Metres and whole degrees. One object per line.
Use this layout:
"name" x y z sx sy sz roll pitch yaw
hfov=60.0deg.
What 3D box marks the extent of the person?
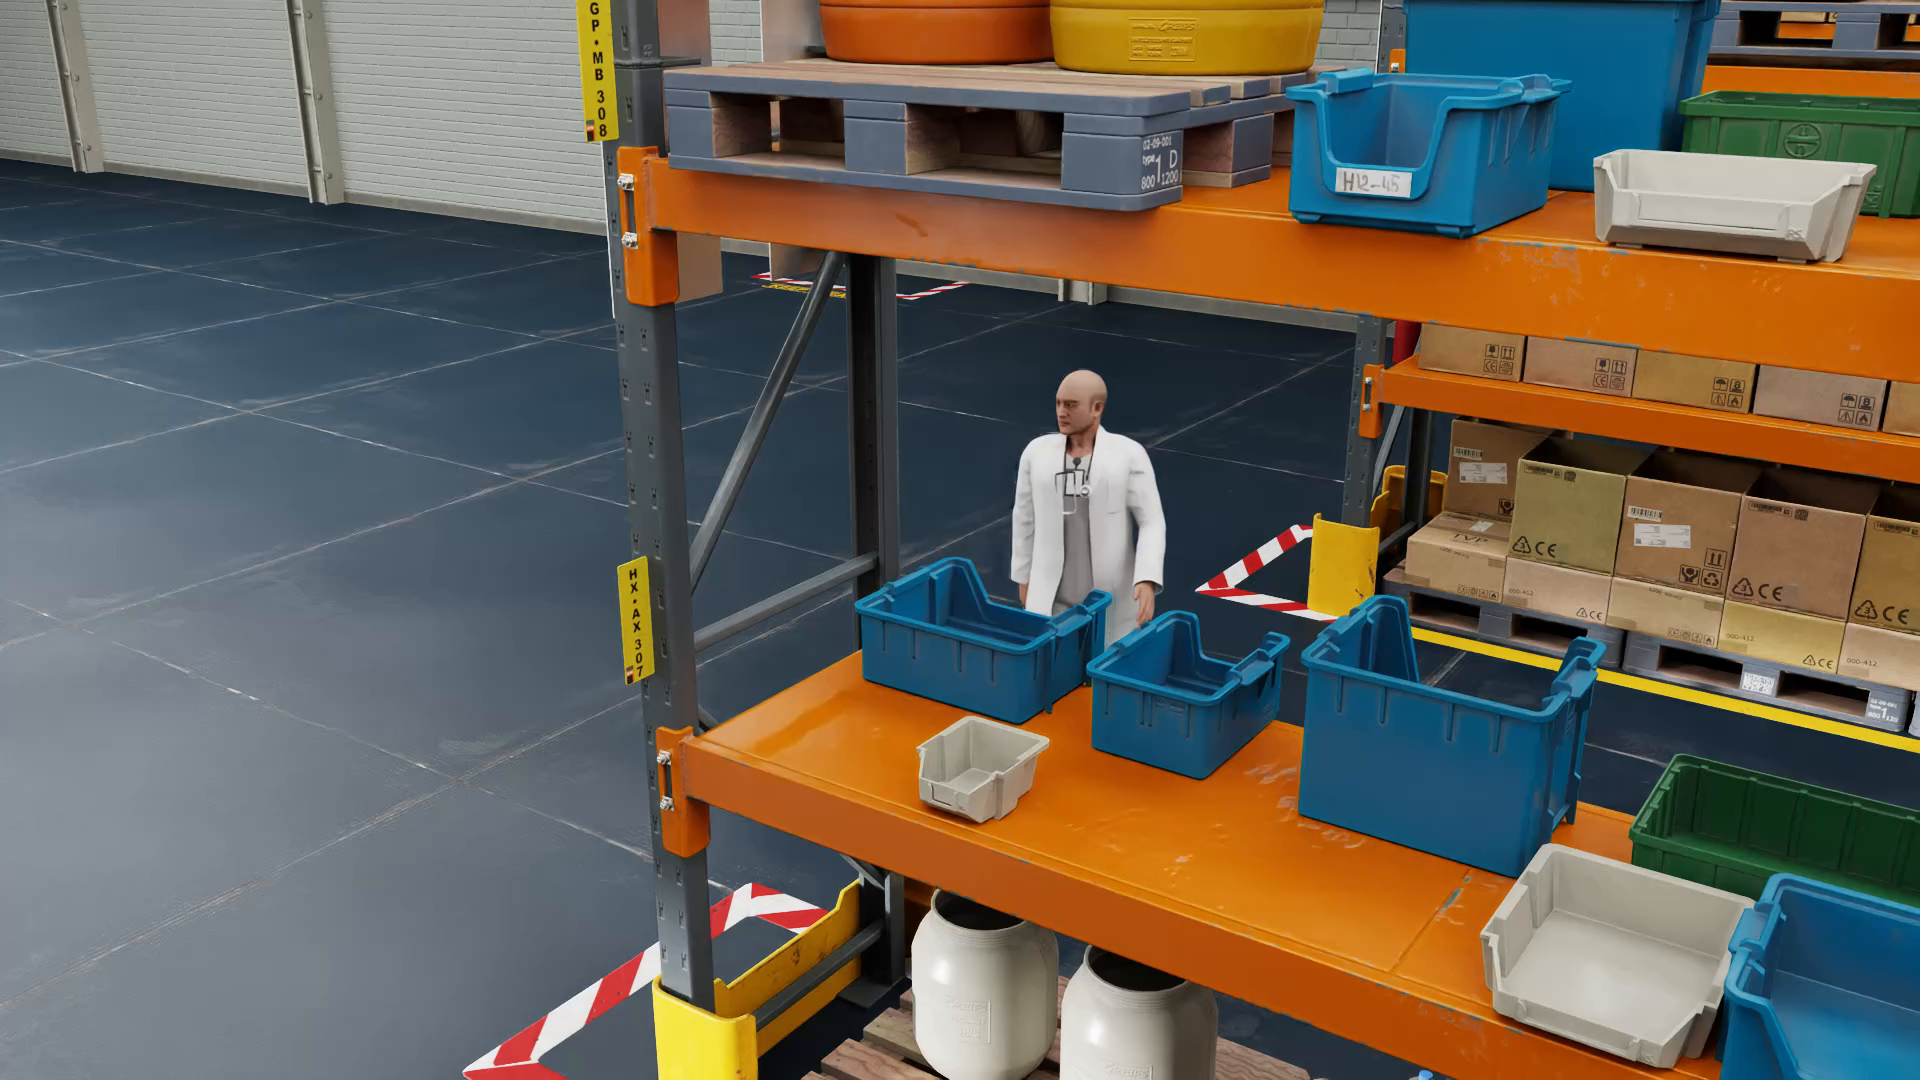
"person" 0.479 0.220 6.512 0.649 1.729 1.036 4 20 12
